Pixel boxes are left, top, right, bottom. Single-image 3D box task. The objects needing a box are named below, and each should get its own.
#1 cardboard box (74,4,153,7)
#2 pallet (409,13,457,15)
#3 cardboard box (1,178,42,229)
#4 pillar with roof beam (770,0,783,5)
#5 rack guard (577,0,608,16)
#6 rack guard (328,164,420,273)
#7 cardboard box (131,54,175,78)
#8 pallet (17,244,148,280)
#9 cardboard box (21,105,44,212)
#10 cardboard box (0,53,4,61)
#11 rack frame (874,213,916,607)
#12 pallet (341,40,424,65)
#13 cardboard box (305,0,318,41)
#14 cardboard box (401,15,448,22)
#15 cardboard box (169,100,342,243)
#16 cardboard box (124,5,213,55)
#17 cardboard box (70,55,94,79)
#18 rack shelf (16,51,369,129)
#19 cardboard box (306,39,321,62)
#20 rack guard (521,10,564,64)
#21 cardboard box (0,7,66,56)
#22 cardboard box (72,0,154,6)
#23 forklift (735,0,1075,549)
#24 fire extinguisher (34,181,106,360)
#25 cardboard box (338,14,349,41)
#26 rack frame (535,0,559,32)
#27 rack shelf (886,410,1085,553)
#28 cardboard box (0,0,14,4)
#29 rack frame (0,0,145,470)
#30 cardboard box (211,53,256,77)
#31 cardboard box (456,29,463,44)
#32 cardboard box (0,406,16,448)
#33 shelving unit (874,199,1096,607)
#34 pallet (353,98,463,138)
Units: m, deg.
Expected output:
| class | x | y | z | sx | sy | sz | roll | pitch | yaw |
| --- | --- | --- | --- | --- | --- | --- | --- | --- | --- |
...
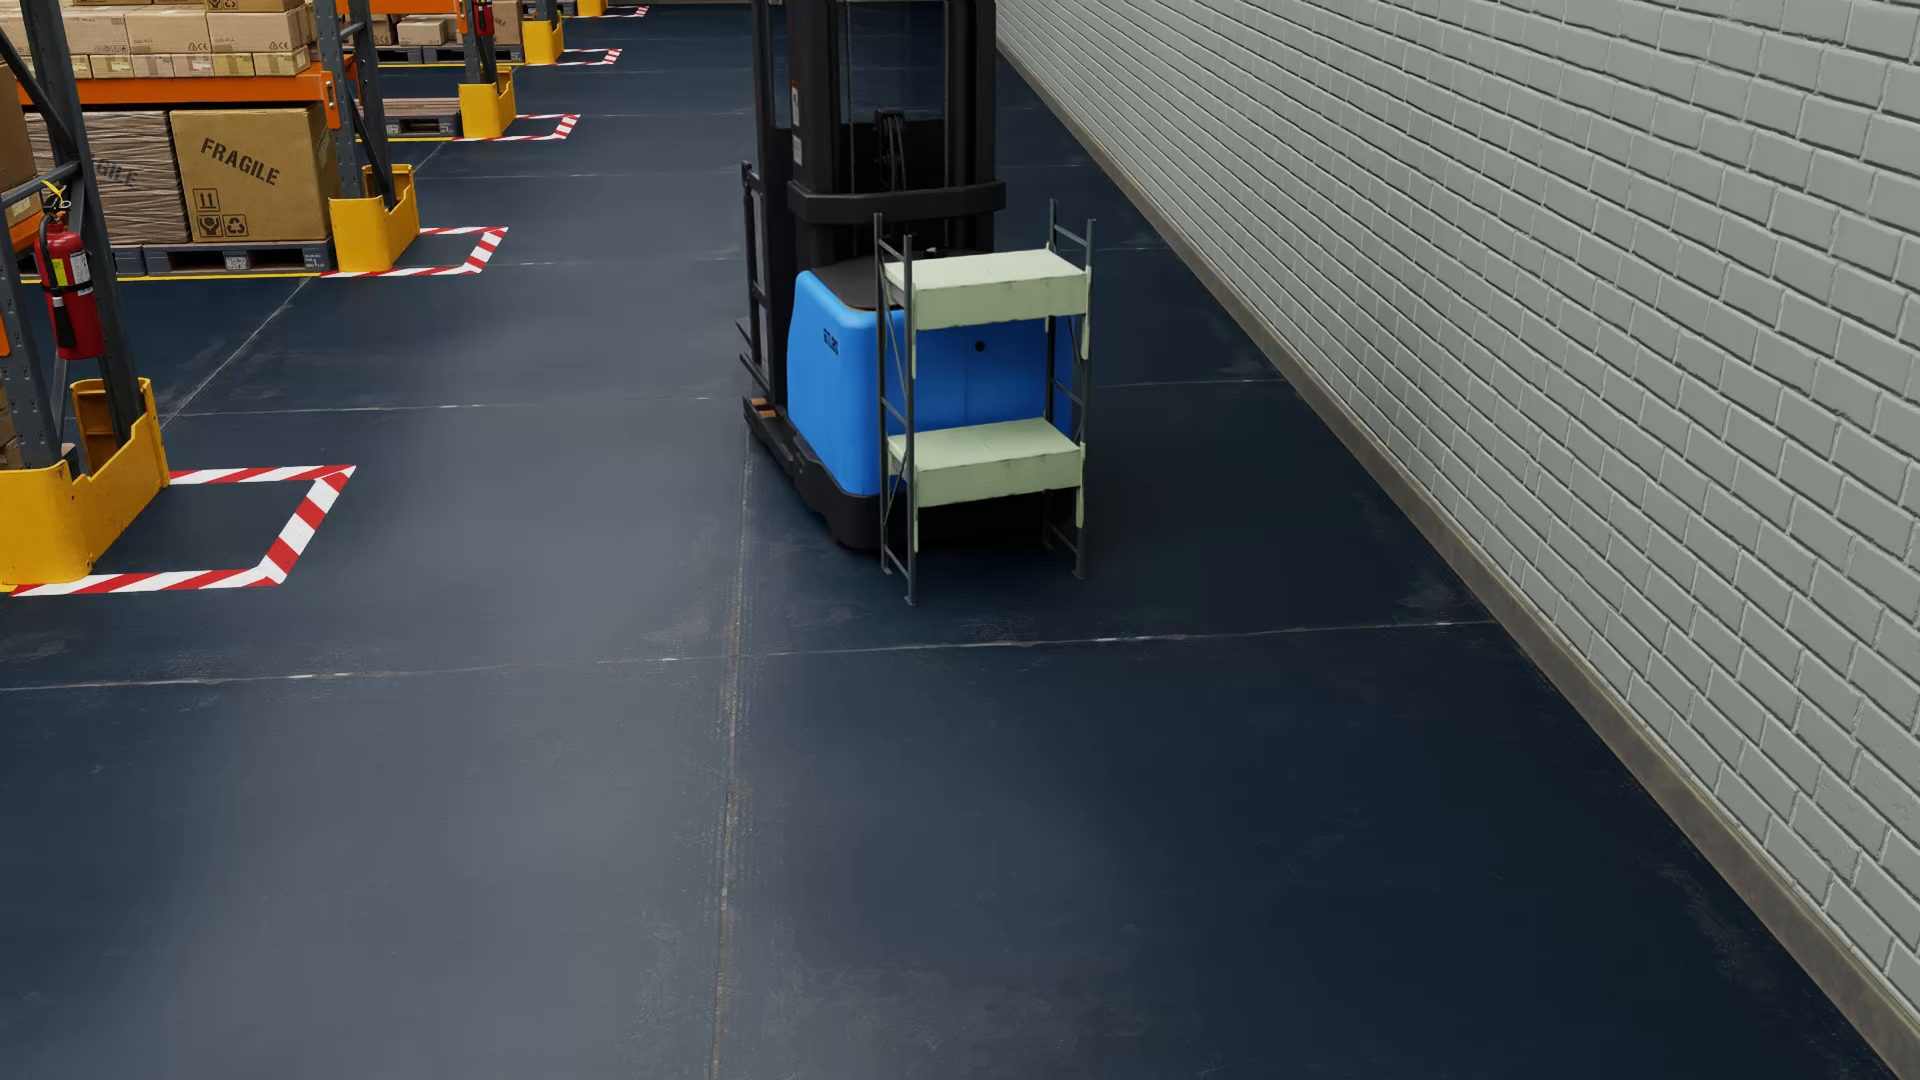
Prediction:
| class | x | y | z | sx | sy | sz | roll | pitch | yaw |
| --- | --- | --- | --- | --- | --- | --- | --- | --- | --- |
| cardboard box | -5.685 | -3.552 | 11.366 | 0.500 | 0.250 | 0.500 | -3 | 24 | -7 |
| pallet | -7.624 | -8.057 | 25.118 | 1.213 | 0.211 | 1.003 | -2 | 24 | -5 |
| cardboard box | -4.132 | -1.432 | 7.088 | 0.250 | 0.149 | 0.380 | -2 | 24 | -6 |
| pillar with roof beam | -2.600 | -10.901 | 20.697 | 0.400 | 9.000 | 9.100 | -2 | 24 | -5 |
| rack guard | -5.601 | -8.301 | 25.311 | 0.348 | 0.500 | 1.175 | -2 | 24 | -5 |
| rack guard | -4.140 | -2.295 | 11.798 | 0.348 | 0.500 | 1.175 | -2 | 24 | -5 |
| cardboard box | -5.244 | -3.144 | 10.939 | 0.250 | 0.149 | 0.380 | -2 | 24 | -4 |
| pallet | -6.164 | -2.051 | 11.605 | 1.213 | 0.211 | 1.003 | -2 | 24 | -5 |
| cardboard box | -6.585 | -2.527 | 11.342 | 0.875 | 0.875 | 0.875 | -2 | 24 | -5 |
| cardboard box | -4.250 | -2.155 | 6.686 | 0.500 | 0.500 | 0.500 | -2 | 24 | -5 |
| rack frame | -0.253 | -0.494 | 6.515 | 0.023 | 1.500 | 0.400 | -8 | 25 | -18 |
| pallet | -7.214 | -6.083 | 20.677 | 1.213 | 0.211 | 1.003 | -2 | 24 | -5 |
| cardboard box | -4.668 | -3.594 | 11.460 | 0.500 | 0.250 | 0.500 | -3 | 24 | -7 |
| cardboard box | -6.698 | -6.438 | 20.885 | 0.500 | 0.250 | 0.500 | -2 | 24 | -5 |
| cardboard box | -4.793 | -2.599 | 11.504 | 0.875 | 0.875 | 0.875 | -2 | 24 | -5 |
| cardboard box | -5.125 | -3.357 | 10.928 | 0.500 | 0.250 | 0.500 | -3 | 24 | -6 |
| cardboard box | -5.761 | -3.122 | 10.891 | 0.250 | 0.149 | 0.380 | -2 | 24 | -5 |
| rack shelf | -6.155 | -3.028 | 11.254 | 4.000 | 0.370 | 1.077 | -2 | 24 | -5 |
| cardboard box | -4.550 | -3.441 | 11.607 | 0.250 | 0.149 | 0.380 | -2 | 24 | -5 |
| rack guard | -5.210 | -6.295 | 20.798 | 0.348 | 0.500 | 1.175 | -2 | 24 | -5 |
| cardboard box | -6.150 | -3.314 | 10.832 | 0.500 | 0.250 | 0.500 | -2 | 24 | -5 |
| cardboard box | -5.681 | -3.893 | 11.211 | 0.500 | 0.500 | 0.500 | -3 | 24 | -7 |
| forklift | -0.469 | -1.874 | 7.857 | 1.130 | 2.935 | 3.031 | -8 | 25 | -18 |
| fire extinguisher | -3.481 | -1.045 | 6.463 | 0.183 | 0.674 | 0.296 | -2 | 24 | -5 |
| cardboard box | -7.829 | -6.421 | 20.771 | 0.500 | 0.311 | 0.500 | -2 | 24 | -5 |
| rack frame | -5.134 | -7.440 | 20.297 | 0.127 | 3.000 | 1.000 | -2 | 24 | -5 |
| rack shelf | 0.092 | -0.247 | 6.761 | 0.720 | 0.370 | 0.431 | -8 | 25 | -18 |
| cardboard box | -6.709 | -3.510 | 11.272 | 0.500 | 0.250 | 0.500 | -2 | 24 | -4 |
| rack frame | -3.777 | -1.427 | 6.768 | 0.127 | 3.000 | 1.000 | -2 | 24 | -5 |
| cardboard box | -4.745 | -3.163 | 10.983 | 0.250 | 0.149 | 0.380 | -2 | 24 | -5 |
| cardboard box | -6.063 | -6.246 | 20.555 | 0.250 | 0.166 | 0.380 | -2 | 24 | -5 |
| cardboard box | -4.324 | -0.535 | 7.388 | 0.250 | 0.149 | 0.380 | -1 | 24 | -3 |
| shelving unit | 0.092 | -0.545 | 6.629 | 0.755 | 1.500 | 0.431 | -8 | 25 | -18 |
| pallet | -5.476 | -4.147 | 16.320 | 1.213 | 0.211 | 1.003 | -2 | 24 | -5 |
